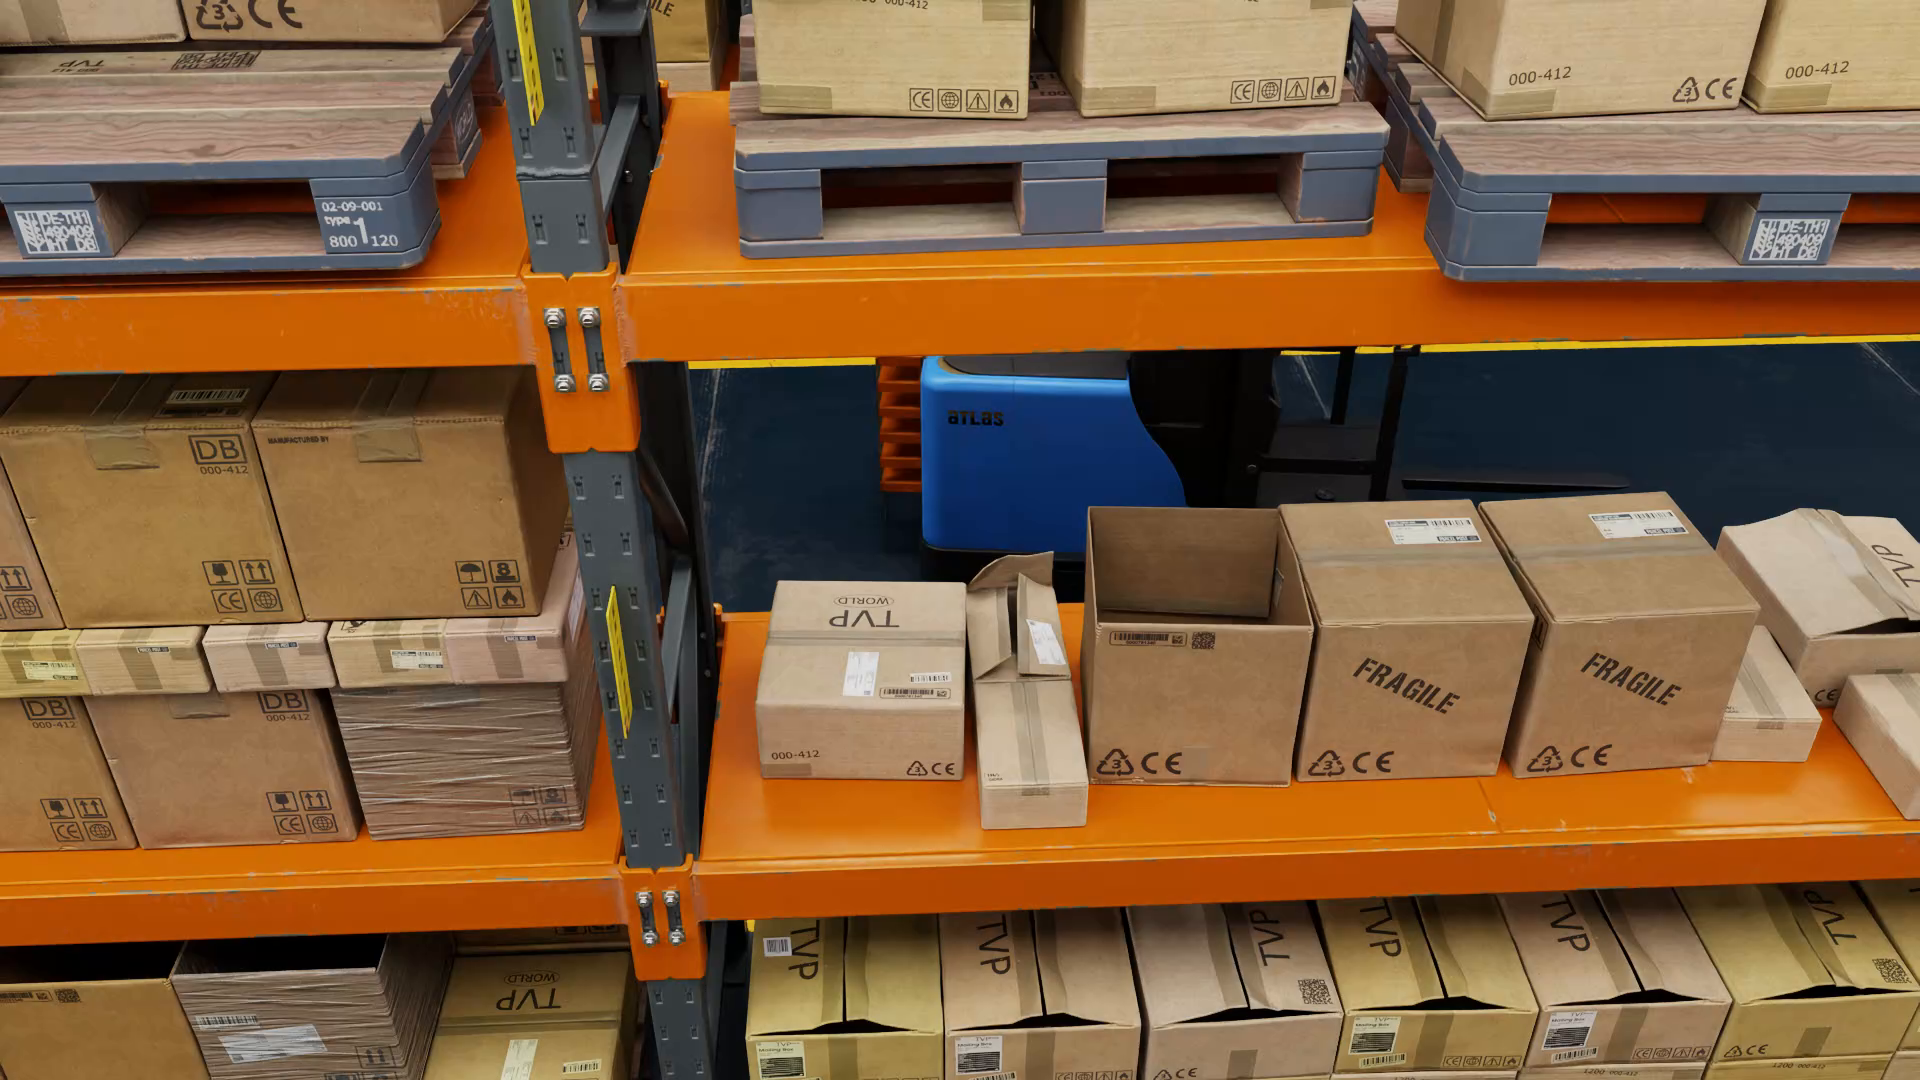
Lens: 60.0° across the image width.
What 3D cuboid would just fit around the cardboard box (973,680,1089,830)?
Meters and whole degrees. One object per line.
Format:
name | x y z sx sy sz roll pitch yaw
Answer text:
cardboard box | 0.168 0.522 4.080 0.250 0.149 0.380 -2 35 -2

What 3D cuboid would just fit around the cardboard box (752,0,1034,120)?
cardboard box | -0.111 -1.029 3.228 0.500 0.250 0.500 2 35 3

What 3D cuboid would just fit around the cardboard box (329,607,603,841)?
cardboard box | -1.170 0.301 4.091 0.500 0.500 0.700 -2 35 -3

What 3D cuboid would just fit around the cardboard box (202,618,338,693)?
cardboard box | -1.497 0.162 3.722 0.250 0.149 0.380 -3 35 -4

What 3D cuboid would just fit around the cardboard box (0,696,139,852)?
cardboard box | -2.198 0.330 4.049 0.500 0.500 0.700 -1 35 -2

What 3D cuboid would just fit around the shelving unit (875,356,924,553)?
shelving unit | -0.237 -0.503 6.923 0.189 1.200 0.258 2 35 3

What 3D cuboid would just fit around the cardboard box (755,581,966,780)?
cardboard box | -0.237 0.350 4.240 0.500 0.250 0.500 1 35 1

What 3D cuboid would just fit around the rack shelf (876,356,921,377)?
rack shelf | -0.237 -0.763 6.744 0.180 0.103 0.258 2 35 3

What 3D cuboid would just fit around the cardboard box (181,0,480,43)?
cardboard box | -1.243 -1.314 3.297 0.500 0.500 0.500 1 35 2

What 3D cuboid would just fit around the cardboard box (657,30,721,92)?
cardboard box | -1.424 -2.250 7.980 0.500 0.250 0.500 -1 35 -2

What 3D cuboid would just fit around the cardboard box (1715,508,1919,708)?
cardboard box | 2.366 0.170 4.447 0.500 0.311 0.500 -2 35 -3

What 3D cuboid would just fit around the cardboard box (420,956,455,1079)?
cardboard box | -1.680 1.429 4.596 0.500 0.250 0.500 -2 35 -2

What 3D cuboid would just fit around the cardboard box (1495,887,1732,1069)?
cardboard box | 1.734 1.130 4.535 0.500 0.311 0.500 -2 35 -3

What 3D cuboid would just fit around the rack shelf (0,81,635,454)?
rack shelf | -2.725 -0.557 3.415 4.000 0.370 1.077 -2 35 -2

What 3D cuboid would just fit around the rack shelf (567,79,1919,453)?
rack shelf | 1.271 -0.665 3.571 4.000 0.370 1.077 -2 35 -2

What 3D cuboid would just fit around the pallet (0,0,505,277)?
pallet | -1.578 -0.832 3.259 1.213 0.211 1.003 -2 35 -2

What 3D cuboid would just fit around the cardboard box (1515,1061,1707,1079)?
cardboard box | 1.737 1.358 4.700 0.500 0.250 0.500 -1 35 -1

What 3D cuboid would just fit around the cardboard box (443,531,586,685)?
cardboard box | -0.988 0.148 3.742 0.250 0.149 0.380 -2 35 -2

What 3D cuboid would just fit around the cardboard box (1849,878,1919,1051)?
cardboard box | 2.757 1.101 4.578 0.500 0.311 0.500 -1 35 -1

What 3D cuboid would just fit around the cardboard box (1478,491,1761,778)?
cardboard box | 1.593 0.232 4.190 0.500 0.500 0.500 -3 35 -5

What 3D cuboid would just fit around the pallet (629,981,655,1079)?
pallet | -1.523 1.471 4.939 1.213 0.211 1.003 -2 35 -2

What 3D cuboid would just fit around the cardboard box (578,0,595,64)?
cardboard box | -1.921 -2.539 7.738 0.500 0.500 0.500 -2 35 -2

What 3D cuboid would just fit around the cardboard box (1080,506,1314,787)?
cardboard box | 0.567 0.260 4.150 0.500 0.500 0.500 1 35 1

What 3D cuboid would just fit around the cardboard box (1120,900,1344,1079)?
cardboard box | 0.715 1.160 4.493 0.500 0.311 0.500 -3 35 -4

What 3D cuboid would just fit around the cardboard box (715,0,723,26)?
cardboard box | -1.444 -2.850 8.187 0.500 0.500 0.500 -2 35 -3

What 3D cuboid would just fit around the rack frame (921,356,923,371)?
rack frame | -0.145 -0.500 6.918 0.006 1.200 0.240 2 35 3

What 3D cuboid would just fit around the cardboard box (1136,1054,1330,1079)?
cardboard box | 0.716 1.386 4.658 0.500 0.250 0.500 -3 35 -4

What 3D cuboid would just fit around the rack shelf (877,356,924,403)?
rack shelf | -0.237 -0.664 6.812 0.180 0.103 0.258 2 35 3

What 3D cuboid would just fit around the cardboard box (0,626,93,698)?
cardboard box | -2.005 0.174 3.704 0.250 0.149 0.380 -2 35 -2

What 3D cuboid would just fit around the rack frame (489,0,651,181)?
rack frame | -0.727 -2.140 2.435 0.127 3.000 1.000 -2 35 -2

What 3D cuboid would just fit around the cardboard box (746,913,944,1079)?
cardboard box | -0.302 1.185 4.457 0.500 0.311 0.500 -1 35 -2

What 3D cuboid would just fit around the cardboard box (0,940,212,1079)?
cardboard box | -2.179 1.136 4.361 0.500 0.500 0.500 -2 35 -2

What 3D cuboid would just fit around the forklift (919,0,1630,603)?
forklift | 1.375 -1.155 6.344 3.031 2.935 1.130 2 35 3

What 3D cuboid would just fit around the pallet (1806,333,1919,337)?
pallet | 5.037 -1.460 9.174 1.213 0.211 1.003 -2 35 -2

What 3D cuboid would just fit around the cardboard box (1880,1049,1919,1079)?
cardboard box | 2.755 1.330 4.740 0.500 0.250 0.500 -1 35 -1

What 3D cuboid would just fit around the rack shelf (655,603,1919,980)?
rack shelf | 1.271 0.569 4.424 4.000 0.370 1.077 -2 35 -2

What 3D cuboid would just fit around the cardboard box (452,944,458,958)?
cardboard box | -1.704 1.136 5.021 0.500 0.250 0.500 -2 35 -2

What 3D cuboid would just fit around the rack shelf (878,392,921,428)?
rack shelf | -0.237 -0.566 6.880 0.180 0.103 0.258 2 35 3

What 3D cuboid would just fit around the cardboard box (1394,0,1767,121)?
cardboard box | 1.186 -1.034 3.236 0.500 0.250 0.500 -4 35 -6

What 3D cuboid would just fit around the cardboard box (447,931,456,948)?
cardboard box | -1.704 0.829 4.805 0.500 0.500 0.500 -2 35 -2

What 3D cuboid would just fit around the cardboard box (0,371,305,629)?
cardboard box | -1.674 -0.218 3.701 0.500 0.500 0.700 -2 35 -2

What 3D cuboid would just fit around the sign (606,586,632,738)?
sign | -0.699 0.254 3.417 0.005 0.325 0.100 -2 35 -2

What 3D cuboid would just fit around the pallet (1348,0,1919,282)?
pallet | 1.478 -0.836 3.352 1.213 0.211 1.003 0 35 0
